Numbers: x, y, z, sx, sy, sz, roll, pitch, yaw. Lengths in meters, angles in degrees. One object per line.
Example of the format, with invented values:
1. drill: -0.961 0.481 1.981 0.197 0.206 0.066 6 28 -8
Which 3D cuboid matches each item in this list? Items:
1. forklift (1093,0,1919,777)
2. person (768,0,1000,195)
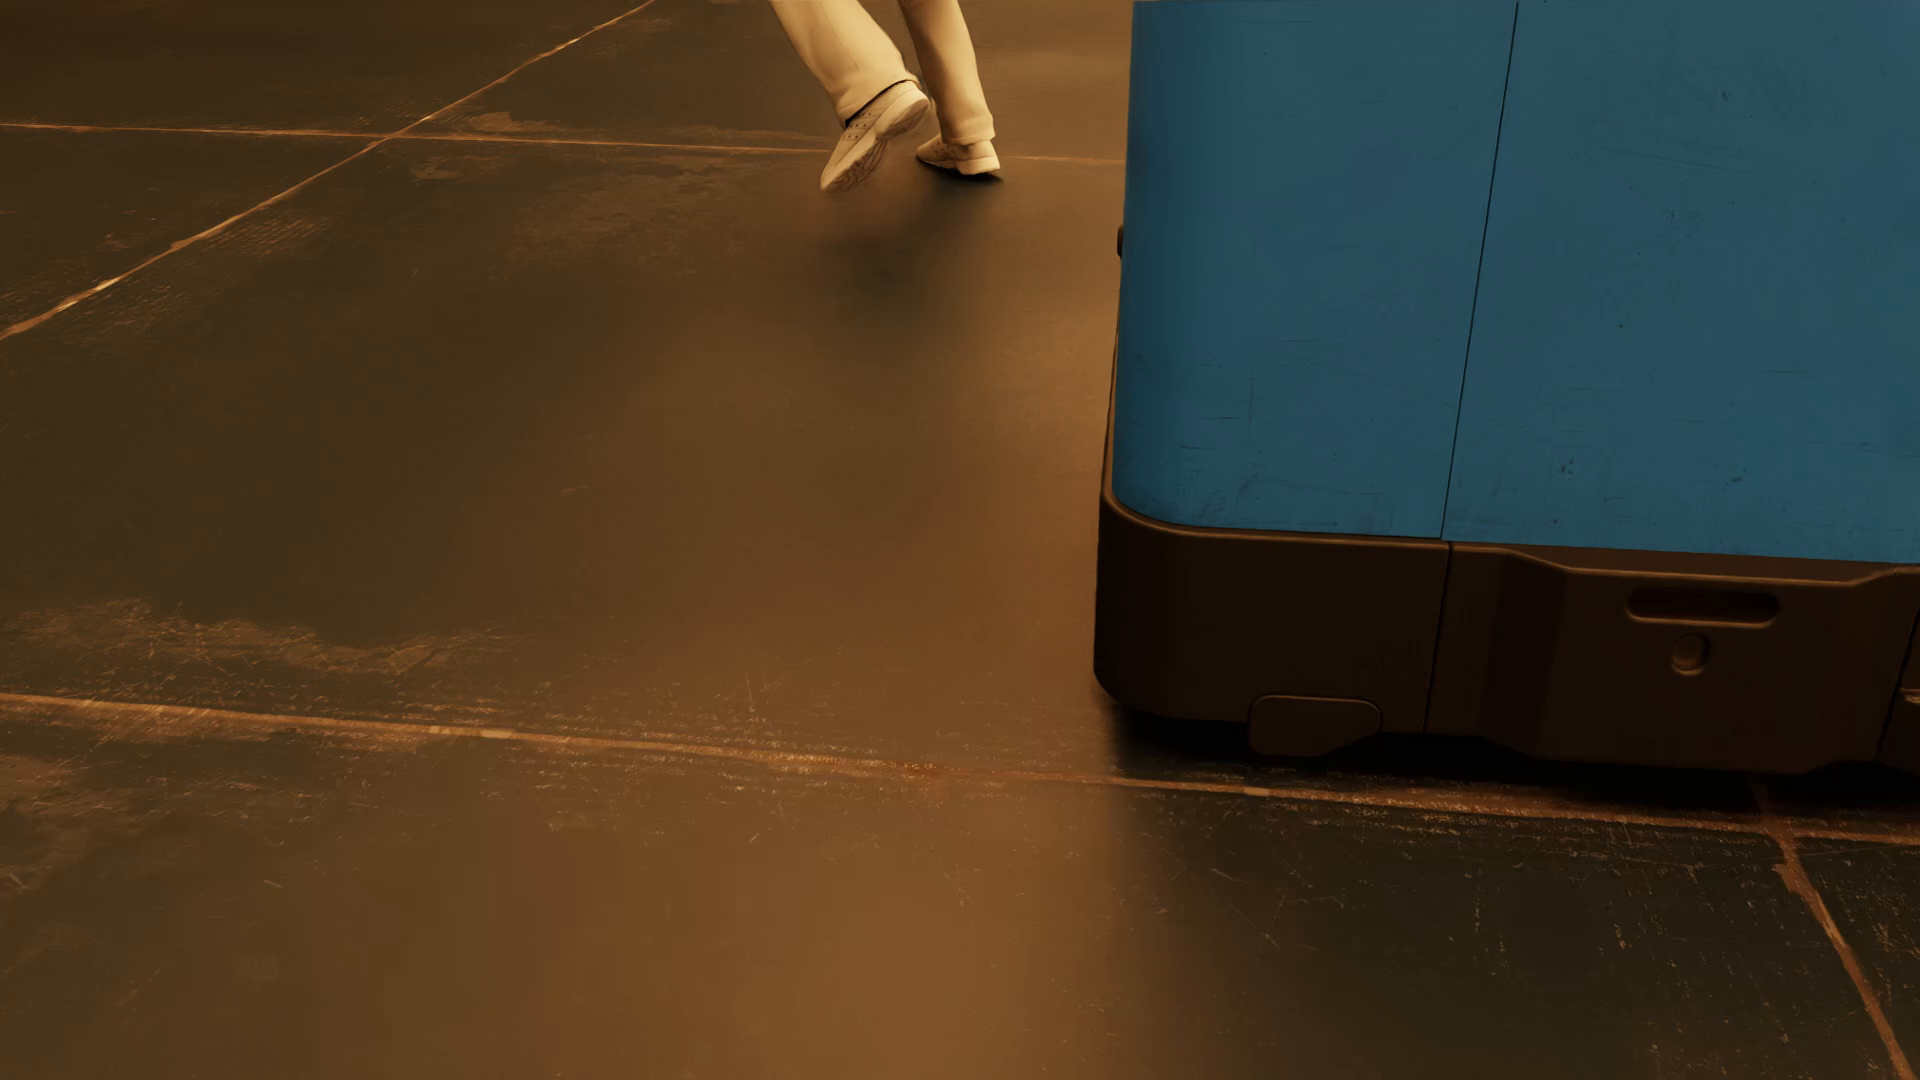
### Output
1. forklift: 1.716 -1.199 1.621 3.031 2.935 1.130 3 27 6
2. person: -0.111 -1.669 4.025 0.593 1.669 0.922 19 32 33
